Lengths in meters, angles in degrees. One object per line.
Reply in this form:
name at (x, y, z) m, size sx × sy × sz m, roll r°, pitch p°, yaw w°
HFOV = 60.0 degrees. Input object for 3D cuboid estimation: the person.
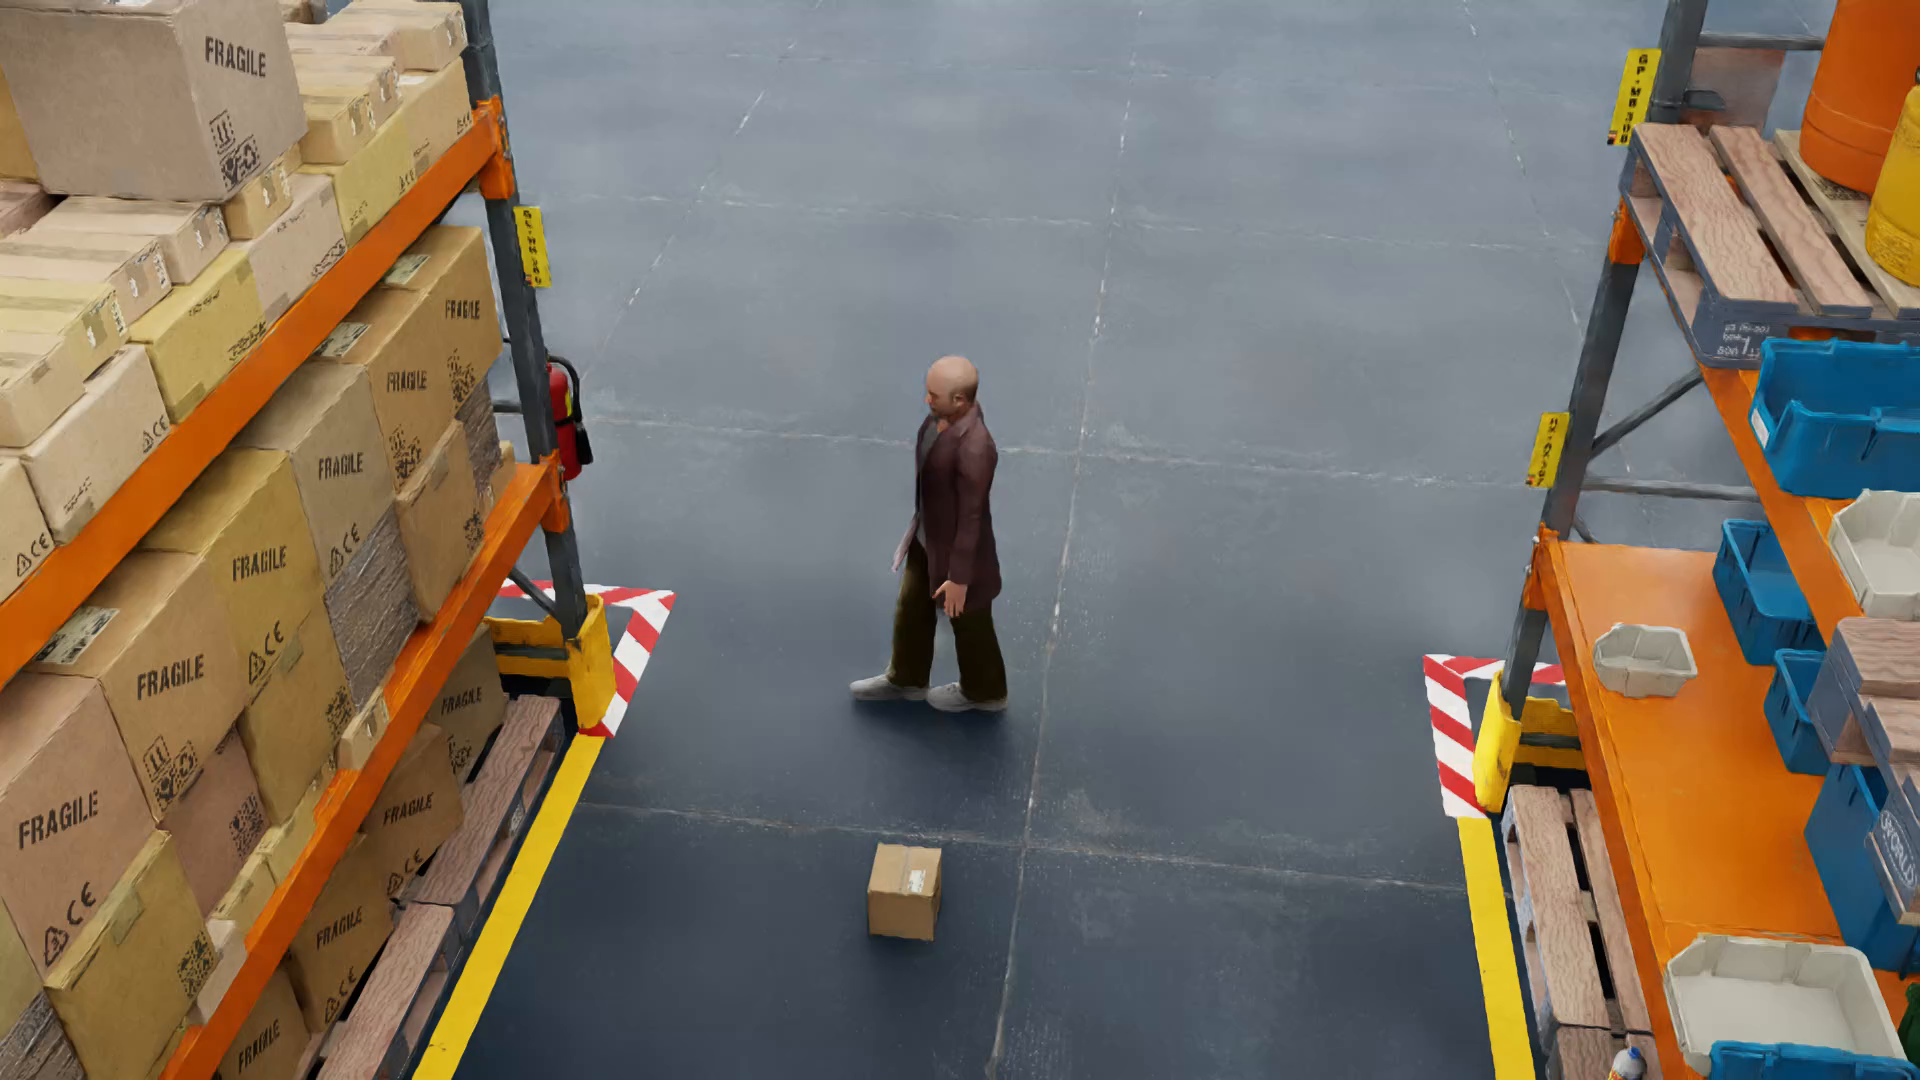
person at (-0.132, 0.028, 7.000) m, size 0.662 × 1.779 × 0.690 m, roll -12°, pitch 37°, yaw -17°
